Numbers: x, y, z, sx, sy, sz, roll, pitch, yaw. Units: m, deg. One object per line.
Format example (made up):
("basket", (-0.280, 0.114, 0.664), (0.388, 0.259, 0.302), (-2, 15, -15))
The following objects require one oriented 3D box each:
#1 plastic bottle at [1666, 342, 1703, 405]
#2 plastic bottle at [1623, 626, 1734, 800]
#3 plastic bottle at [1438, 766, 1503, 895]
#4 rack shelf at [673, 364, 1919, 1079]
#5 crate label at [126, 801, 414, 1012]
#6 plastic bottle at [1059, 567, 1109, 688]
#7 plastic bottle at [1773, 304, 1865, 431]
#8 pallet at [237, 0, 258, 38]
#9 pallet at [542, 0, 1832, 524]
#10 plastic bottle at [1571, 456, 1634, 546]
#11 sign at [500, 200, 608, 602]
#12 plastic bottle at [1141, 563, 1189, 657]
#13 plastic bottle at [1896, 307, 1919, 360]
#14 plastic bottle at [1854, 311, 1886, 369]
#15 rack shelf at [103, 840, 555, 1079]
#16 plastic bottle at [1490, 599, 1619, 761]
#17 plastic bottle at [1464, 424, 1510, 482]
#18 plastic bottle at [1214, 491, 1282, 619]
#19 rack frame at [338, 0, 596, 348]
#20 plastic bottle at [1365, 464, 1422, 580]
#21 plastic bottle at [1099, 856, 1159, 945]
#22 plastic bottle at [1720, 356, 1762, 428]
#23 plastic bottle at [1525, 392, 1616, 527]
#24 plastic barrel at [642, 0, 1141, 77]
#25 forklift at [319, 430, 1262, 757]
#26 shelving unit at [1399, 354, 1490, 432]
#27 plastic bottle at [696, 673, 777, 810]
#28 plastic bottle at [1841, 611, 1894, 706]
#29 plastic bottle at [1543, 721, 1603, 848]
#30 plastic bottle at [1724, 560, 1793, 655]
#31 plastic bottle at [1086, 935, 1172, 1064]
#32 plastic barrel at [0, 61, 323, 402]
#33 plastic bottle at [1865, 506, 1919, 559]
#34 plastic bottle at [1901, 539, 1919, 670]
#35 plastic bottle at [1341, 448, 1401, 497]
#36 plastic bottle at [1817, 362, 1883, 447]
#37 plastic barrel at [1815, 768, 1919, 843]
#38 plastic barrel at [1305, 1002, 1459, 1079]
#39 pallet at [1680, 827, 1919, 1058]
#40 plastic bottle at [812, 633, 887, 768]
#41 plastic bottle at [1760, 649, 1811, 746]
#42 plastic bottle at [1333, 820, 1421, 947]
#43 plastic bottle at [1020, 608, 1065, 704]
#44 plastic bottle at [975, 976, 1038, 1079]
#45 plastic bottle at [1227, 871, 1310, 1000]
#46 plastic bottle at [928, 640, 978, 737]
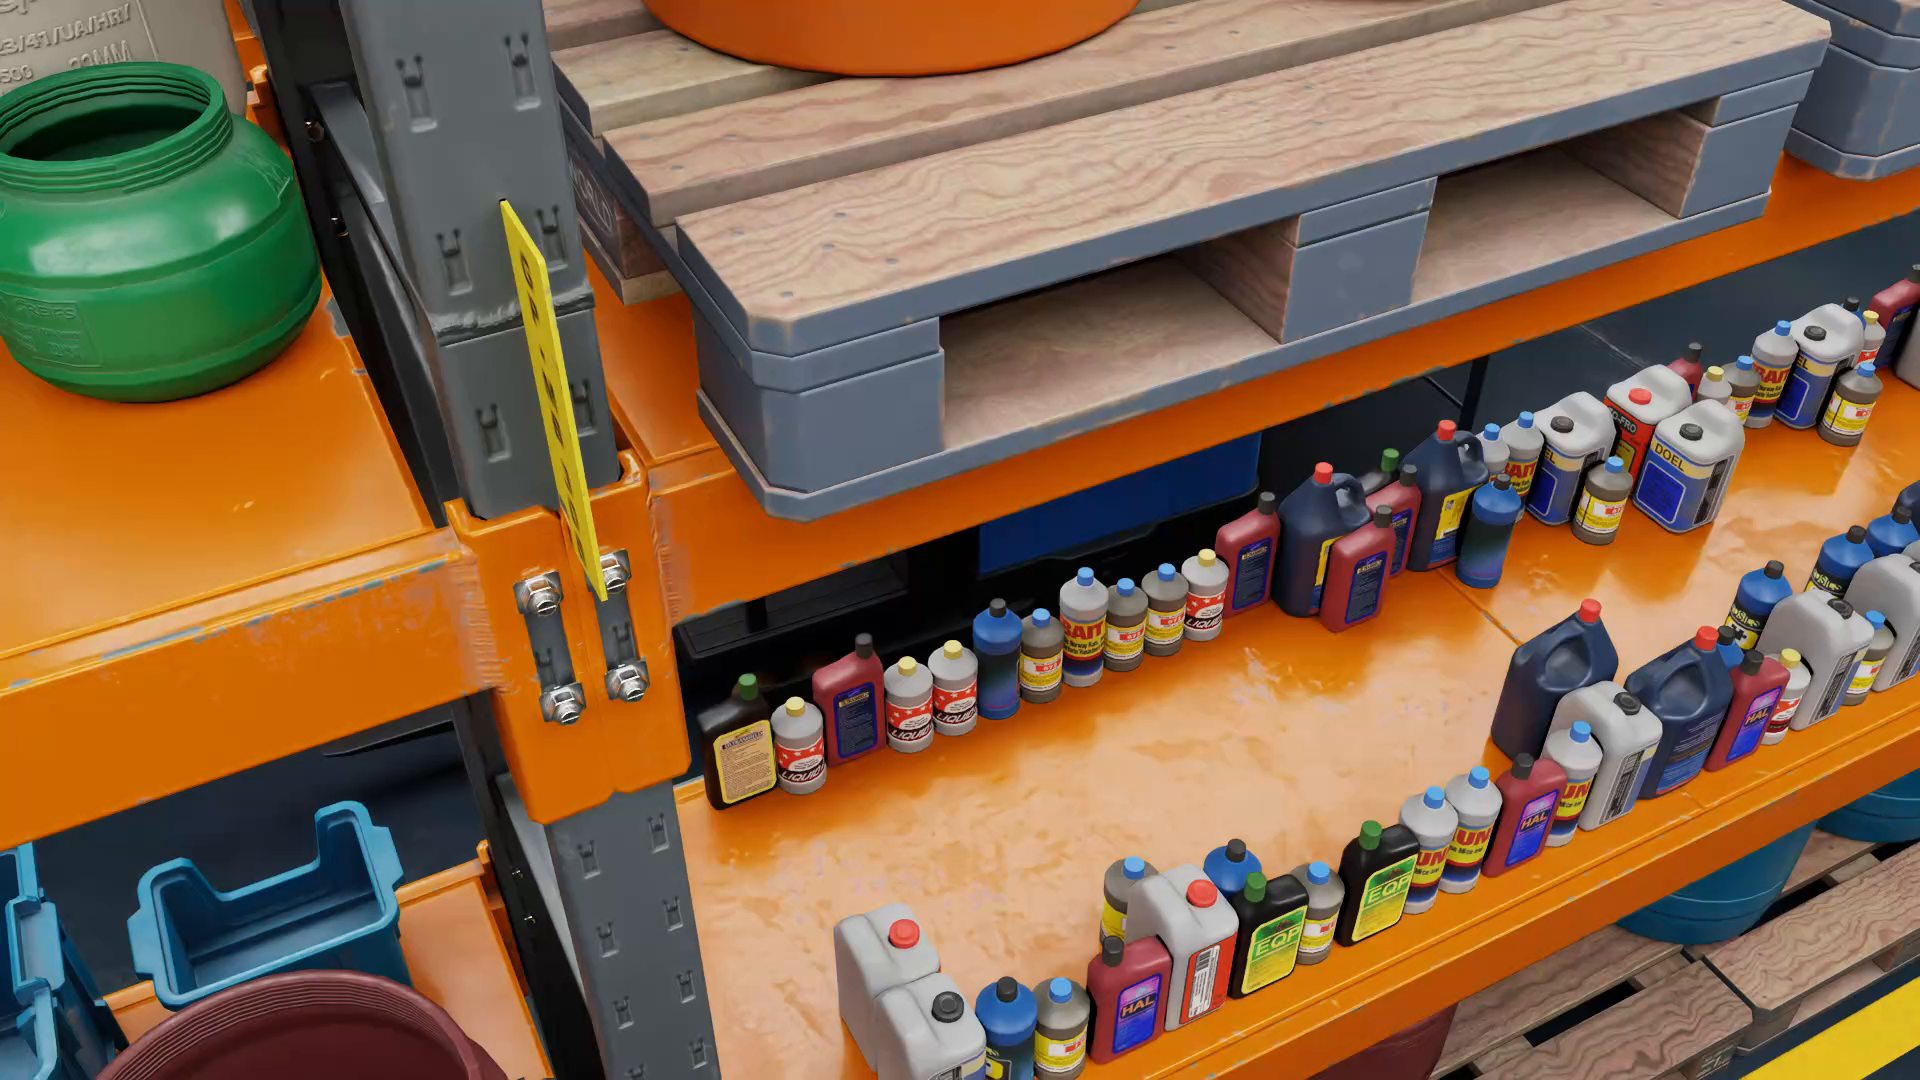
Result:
("plastic bottle", (1.661, -0.328, 3.906), (0.133, 0.283, 0.061), (-19, 44, -21))
("plastic bottle", (1.329, 0.307, 3.104), (0.185, 0.351, 0.144), (-19, 44, -21))
("plastic bottle", (0.891, 0.502, 2.935), (0.097, 0.271, 0.097), (0, 40, 0))
("rack shelf", (1.197, 0.369, 3.549), (4.000, 0.370, 1.077), (-19, 44, -21))
("crate label", (-1.124, 0.666, 2.771), (0.416, 0.233, 0.303), (-19, 44, -21))
("plastic bottle", (0.245, 0.166, 3.331), (0.097, 0.271, 0.097), (0, 40, 0))
("plastic bottle", (2.059, -0.426, 4.028), (0.135, 0.276, 0.152), (-19, 44, -21))
("pallet", (-2.293, -2.317, 6.314), (1.003, 0.211, 1.213), (-19, 44, -21))
("pallet", (0.146, -0.554, 1.907), (1.213, 0.211, 1.003), (-19, 44, -21))
("plastic bottle", (1.431, -0.095, 3.695), (0.097, 0.201, 0.097), (0, 40, 0))
("sign", (-0.317, -0.100, 1.306), (0.005, 0.325, 0.100), (-19, 44, -21))
("plastic bottle", (0.418, 0.135, 3.423), (0.097, 0.201, 0.097), (0, 40, 0))
("plastic bottle", (2.448, -0.593, 4.219), (0.133, 0.283, 0.061), (-19, 44, -21))
("plastic bottle", (2.236, -0.477, 4.145), (0.097, 0.201, 0.097), (0, 40, 0))
("rack shelf", (-2.351, 1.563, 2.139), (4.000, 0.370, 1.077), (-19, 44, -21))
("plastic bottle", (1.140, 0.260, 3.159), (0.185, 0.351, 0.144), (-19, 44, -21))
("plastic bottle", (1.155, -0.140, 3.693), (0.097, 0.271, 0.097), (0, 40, 0))
("plastic bottle", (0.598, 0.030, 3.484), (0.133, 0.283, 0.061), (-19, 44, -21))
("rack frame", (-0.577, -1.598, 0.673), (0.127, 3.000, 1.000), (-19, 44, -21))
("plastic bottle", (0.909, -0.030, 3.555), (0.133, 0.283, 0.061), (-19, 44, -21))
("plastic bottle", (0.292, 0.619, 2.850), (0.097, 0.201, 0.097), (0, 40, 0))
("plastic bottle", (1.858, -0.349, 3.995), (0.097, 0.201, 0.097), (0, 40, 0))
("plastic bottle", (1.357, -0.190, 3.748), (0.135, 0.276, 0.152), (-19, 44, -21))
("plastic barrel", (-0.072, -0.945, 1.566), (0.708, 0.830, 0.600), (-19, 44, -21))
("forklift", (-0.566, -0.948, 4.601), (3.031, 2.935, 1.130), (-17, 43, -19))
("shelving unit", (1.321, -0.958, 5.721), (1.048, 1.500, 0.538), (-17, 43, -19))
("plastic bottle", (-0.415, 0.371, 3.081), (0.133, 0.283, 0.061), (-19, 44, -21))
("plastic bottle", (1.789, 0.226, 3.315), (0.097, 0.201, 0.097), (0, 40, 0))
("plastic bottle", (1.096, 0.433, 3.016), (0.097, 0.271, 0.097), (0, 40, 0))
("plastic bottle", (1.600, 0.153, 3.348), (0.097, 0.271, 0.097), (0, 40, 0))
("plastic bottle", (0.269, 0.720, 2.668), (0.133, 0.283, 0.061), (-19, 44, -21))
("plastic barrel", (-0.773, -0.291, 1.571), (0.294, 0.245, 0.294), (0, 40, 0))
("plastic bottle", (1.925, 0.043, 3.477), (0.097, 0.271, 0.097), (0, 40, 0))
("plastic bottle", (1.999, 0.107, 3.397), (0.135, 0.276, 0.152), (-19, 44, -21))
("plastic bottle", (0.881, -0.065, 3.596), (0.133, 0.283, 0.061), (-19, 44, -21))
("plastic bottle", (2.134, -0.332, 3.974), (0.097, 0.201, 0.097), (0, 40, 0))
("plastic barrel", (2.480, 0.291, 4.384), (0.708, 0.901, 0.600), (-19, 44, -21))
("plastic barrel", (0.851, 0.959, 3.837), (0.708, 0.588, 0.600), (-19, 44, -21))
("pallet", (2.267, 0.768, 4.679), (1.213, 0.211, 1.003), (-19, 44, -21))
("plastic bottle", (-0.211, 0.302, 3.162), (0.133, 0.283, 0.061), (-19, 44, -21))
("plastic bottle", (1.584, 0.296, 3.233), (0.097, 0.201, 0.097), (0, 40, 0))
("plastic bottle", (0.711, 0.571, 2.844), (0.133, 0.283, 0.061), (-19, 44, -21))
("plastic bottle", (0.159, 0.222, 3.320), (0.097, 0.201, 0.097), (0, 40, 0))
("plastic bottle", (0.071, 0.778, 2.609), (0.097, 0.271, 0.097), (0, 40, 0))
("plastic bottle", (0.506, 0.640, 2.762), (0.133, 0.283, 0.061), (-19, 44, -21))
("plastic bottle", (-0.014, 0.280, 3.251), (0.097, 0.201, 0.097), (0, 40, 0))
